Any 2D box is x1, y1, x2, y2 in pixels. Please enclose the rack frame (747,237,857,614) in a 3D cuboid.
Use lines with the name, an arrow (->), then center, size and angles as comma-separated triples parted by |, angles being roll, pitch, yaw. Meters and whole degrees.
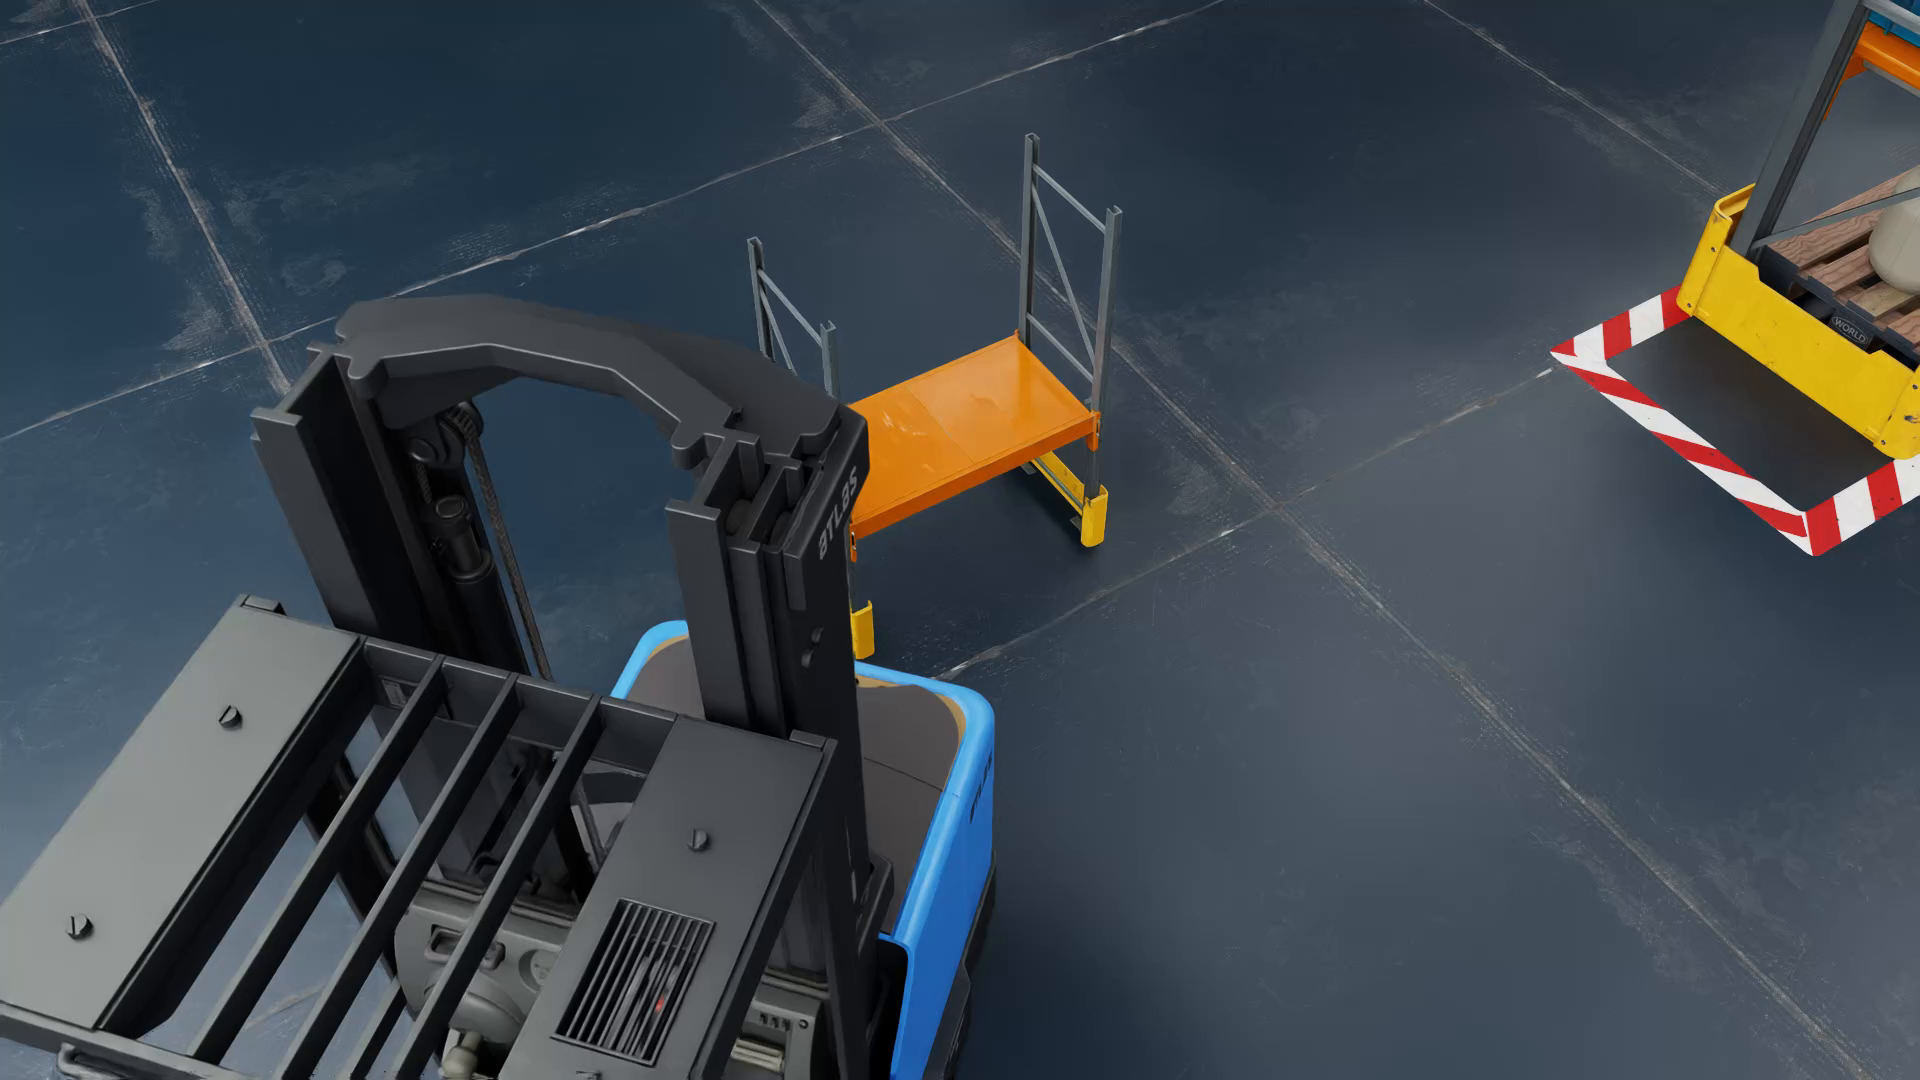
rack frame -> -0.502, -0.262, 5.479 | 0.032, 1.500, 0.500 | -25, 53, -21

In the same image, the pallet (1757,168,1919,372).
pallet -> 4.205, -1.125, 7.110 | 1.213, 0.211, 1.003 | -25, 53, -21

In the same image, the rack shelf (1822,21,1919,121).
rack shelf -> 5.168, -2.229, 6.708 | 4.000, 0.370, 1.077 | -25, 53, -21

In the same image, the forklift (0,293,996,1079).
forklift -> -0.798, 1.105, 3.303 | 1.130, 2.935, 3.031 | 12, 49, 11

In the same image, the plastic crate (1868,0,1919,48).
plastic crate -> 3.740, -2.011, 6.132 | 0.616, 0.251, 0.499 | -25, 53, -21

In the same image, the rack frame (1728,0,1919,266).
rack frame -> 3.476, -1.672, 5.730 | 0.127, 3.000, 1.000 | -25, 53, -21

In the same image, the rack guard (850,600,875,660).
rack guard -> -0.486, 0.146, 5.953 | 0.087, 0.250, 0.587 | -25, 53, -21

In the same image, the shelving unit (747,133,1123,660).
shelving unit -> -0.064, -0.468, 5.663 | 1.083, 1.500, 0.587 | -25, 53, -21

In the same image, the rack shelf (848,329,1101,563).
rack shelf -> -0.072, -0.345, 5.794 | 1.000, 0.185, 0.538 | -25, 53, -21

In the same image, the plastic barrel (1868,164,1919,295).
plastic barrel -> 3.992, -1.294, 6.779 | 0.421, 0.512, 0.421 | 0, 48, 0

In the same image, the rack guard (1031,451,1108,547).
rack guard -> 0.357, -0.251, 6.306 | 0.087, 0.250, 0.587 | -25, 53, -21

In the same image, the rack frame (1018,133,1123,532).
rack frame -> 0.358, -0.667, 5.840 | 0.032, 1.500, 0.500 | -25, 53, -21

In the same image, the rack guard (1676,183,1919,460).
rack guard -> 3.516, -0.900, 6.717 | 0.348, 0.500, 1.175 | -25, 53, -21
